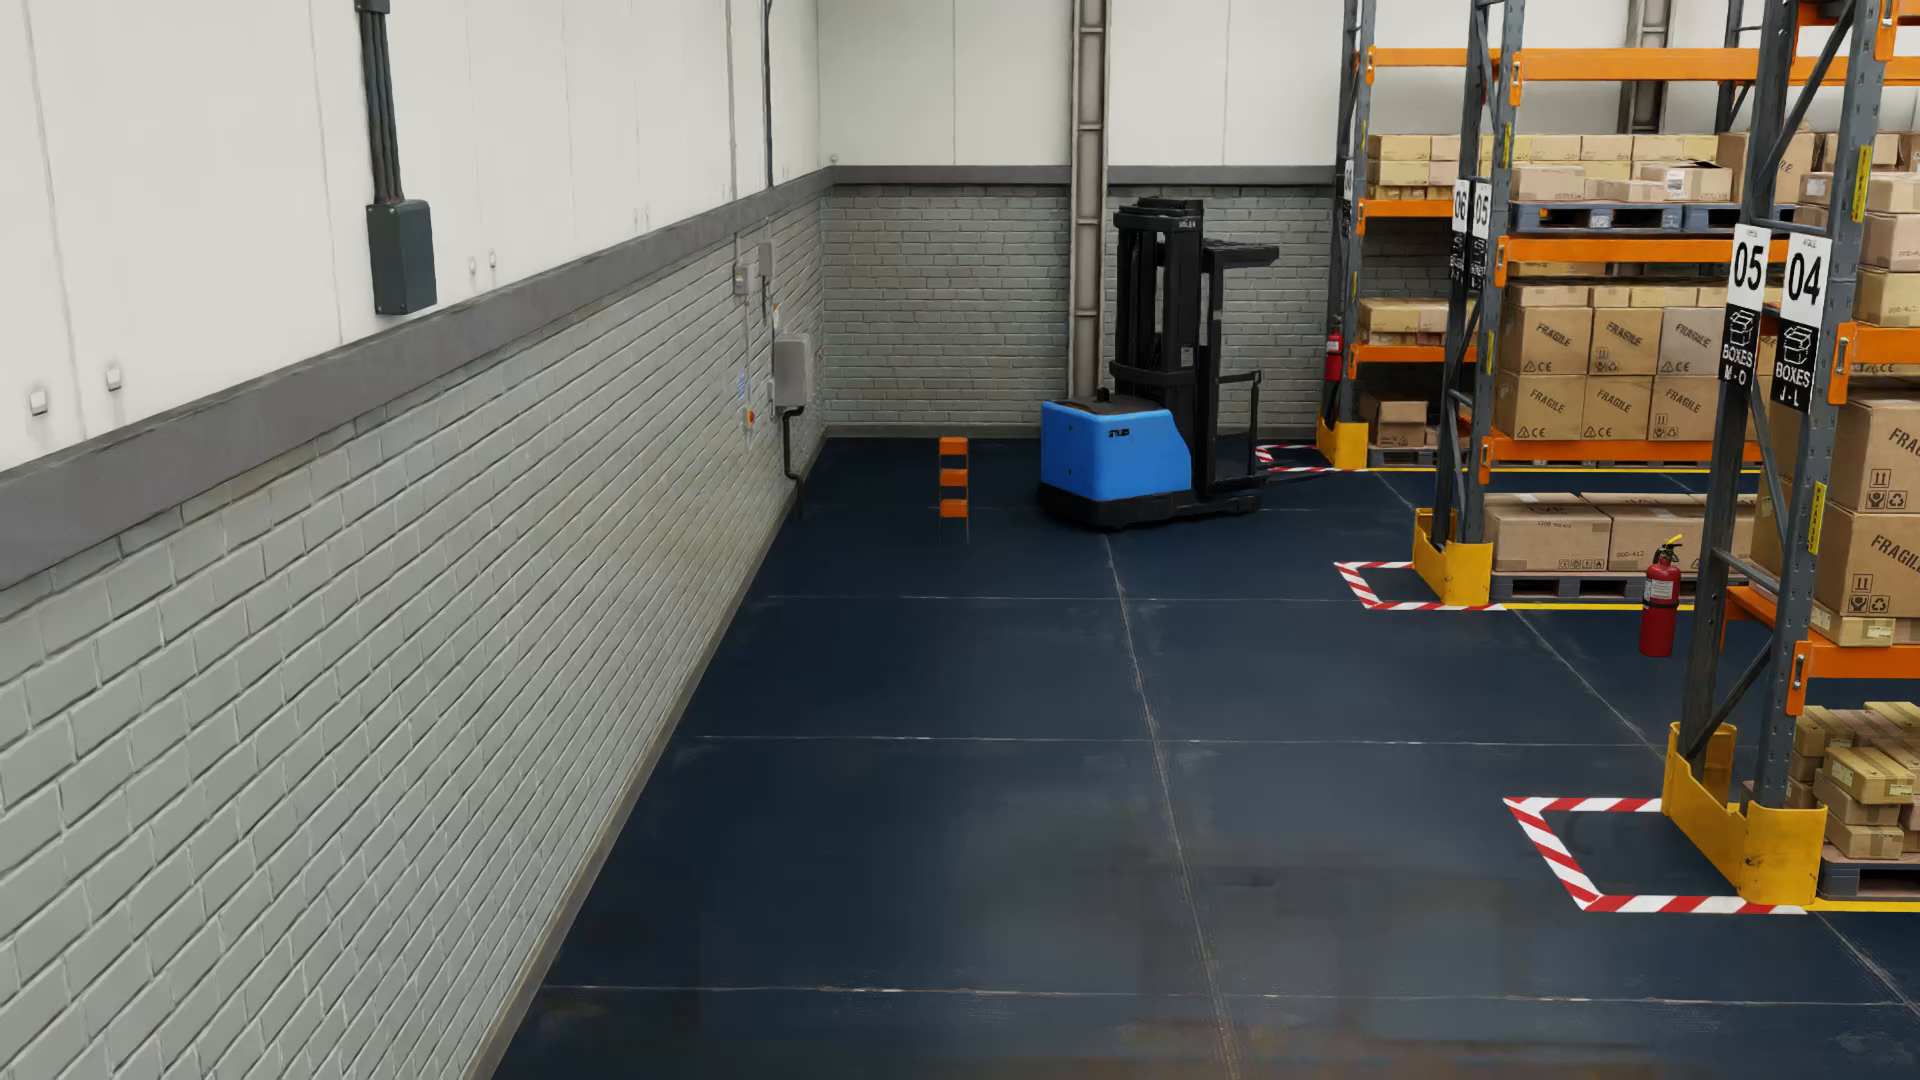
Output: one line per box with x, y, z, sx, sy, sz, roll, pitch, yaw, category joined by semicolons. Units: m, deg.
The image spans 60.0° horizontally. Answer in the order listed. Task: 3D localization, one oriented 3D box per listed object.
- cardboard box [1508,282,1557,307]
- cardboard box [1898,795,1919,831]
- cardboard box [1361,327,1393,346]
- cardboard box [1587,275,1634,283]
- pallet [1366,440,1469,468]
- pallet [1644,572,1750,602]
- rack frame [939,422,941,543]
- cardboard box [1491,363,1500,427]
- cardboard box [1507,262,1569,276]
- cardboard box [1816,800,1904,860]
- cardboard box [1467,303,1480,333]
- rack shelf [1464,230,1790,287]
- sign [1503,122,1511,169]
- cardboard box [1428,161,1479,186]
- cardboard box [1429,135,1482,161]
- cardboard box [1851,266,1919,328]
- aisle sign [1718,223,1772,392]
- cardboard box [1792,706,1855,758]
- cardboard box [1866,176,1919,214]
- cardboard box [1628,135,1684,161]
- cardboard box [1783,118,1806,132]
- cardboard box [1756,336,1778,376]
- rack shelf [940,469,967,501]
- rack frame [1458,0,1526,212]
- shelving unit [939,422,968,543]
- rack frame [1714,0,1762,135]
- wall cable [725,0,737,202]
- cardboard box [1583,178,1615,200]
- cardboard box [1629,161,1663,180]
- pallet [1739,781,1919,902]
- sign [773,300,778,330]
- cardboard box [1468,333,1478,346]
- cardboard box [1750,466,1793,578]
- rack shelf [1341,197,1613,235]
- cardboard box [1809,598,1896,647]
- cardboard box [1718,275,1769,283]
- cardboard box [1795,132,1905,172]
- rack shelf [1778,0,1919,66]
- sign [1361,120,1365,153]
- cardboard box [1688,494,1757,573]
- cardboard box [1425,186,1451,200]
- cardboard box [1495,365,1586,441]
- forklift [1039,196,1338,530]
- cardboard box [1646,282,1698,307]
4.323;-1.857;12.570;0.250;0.149;0.380;1;15;3;cardboard box
4.740;1.295;8.232;0.250;0.149;0.380;0;15;1;cardboard box
4.420;-2.156;17.626;0.250;0.149;0.380;0;15;1;cardboard box
5.105;-1.990;13.077;0.250;0.149;0.380;1;15;3;cardboard box
4.971;-0.996;18.202;1.213;0.211;1.003;0;15;1;pallet
5.993;0.258;13.448;1.213;0.211;1.003;0;15;1;pallet
-0.175;-0.509;14.710;0.008;1.050;0.200;0;15;1;rack frame
4.464;-1.197;13.300;0.500;0.500;0.500;0;15;2;cardboard box
6.045;-2.703;17.444;0.500;0.500;0.500;1;15;3;cardboard box
4.466;1.439;8.270;0.250;0.149;0.380;1;15;3;cardboard box
5.556;-2.344;17.555;0.500;0.250;0.500;0;15;0;cardboard box
5.975;-2.174;12.729;4.000;0.370;1.077;0;15;1;rack shelf
3.955;-2.854;12.029;0.005;0.325;0.100;0;15;1;sign
5.044;-3.801;17.198;0.500;0.250;0.500;1;15;2;cardboard box
5.044;-4.038;17.118;0.500;0.250;0.500;0;15;1;cardboard box
4.392;-1.131;7.660;0.500;0.250;0.500;1;15;3;cardboard box
3.885;-1.155;8.242;0.004;0.787;0.394;0;15;1;aisle sign
4.486;1.005;8.748;0.250;0.149;0.380;1;15;2;cardboard box
4.268;-1.573;7.576;0.250;0.149;0.380;0;15;1;cardboard box
7.079;-4.030;17.087;0.500;0.250;0.500;0;15;1;cardboard box
8.389;-4.157;16.916;0.258;0.266;0.396;0;15;1;cardboard box
5.978;-1.534;12.619;0.500;0.500;0.500;0;15;2;cardboard box
-0.053;-0.498;14.710;0.240;0.259;0.215;0;15;1;rack shelf
3.975;-3.985;12.304;0.127;3.000;1.000;0;15;1;rack frame
-0.053;-0.508;14.707;0.252;1.050;0.215;0;15;1;shelving unit
8.097;-5.225;17.003;0.127;3.000;1.000;0;15;1;rack frame
-1.718;-3.950;12.172;0.029;3.000;0.463;0;15;1;wall cable
4.849;-2.702;12.795;0.250;0.149;0.380;-1;15;-3;cardboard box
7.089;-3.786;17.140;0.500;0.250;0.500;0;15;0;cardboard box
4.837;1.542;8.582;1.213;0.211;1.003;0;15;1;pallet
-1.671;-2.036;15.059;0.001;0.242;0.339;0;15;1;sign
5.456;-2.156;17.625;0.250;0.149;0.380;1;15;2;cardboard box
4.406;-0.076;8.469;0.500;0.500;0.500;1;15;3;cardboard box
6.098;-3.440;17.527;4.000;0.370;1.077;0;15;1;rack shelf
4.265;0.386;7.989;0.250;0.149;0.380;0;15;1;cardboard box
6.143;-1.987;13.062;0.250;0.149;0.380;0;15;2;cardboard box
6.625;-2.810;12.511;0.637;0.503;0.797;2;15;6;cardboard box
5.949;-2.359;7.560;4.000;0.370;1.077;0;15;1;rack shelf
4.085;-4.085;16.849;0.005;0.325;0.100;0;15;1;sign
6.454;-0.059;13.385;0.875;0.438;0.875;0;15;0;cardboard box
4.930;-3.617;17.280;0.250;0.149;0.380;0;15;2;cardboard box
4.448;-1.056;12.767;0.500;0.500;0.500;0;15;1;cardboard box
2.287;-1.762;15.772;3.031;2.935;1.130;-8;17;-29;forklift
5.371;-1.857;12.570;0.250;0.149;0.380;1;15;2;cardboard box
